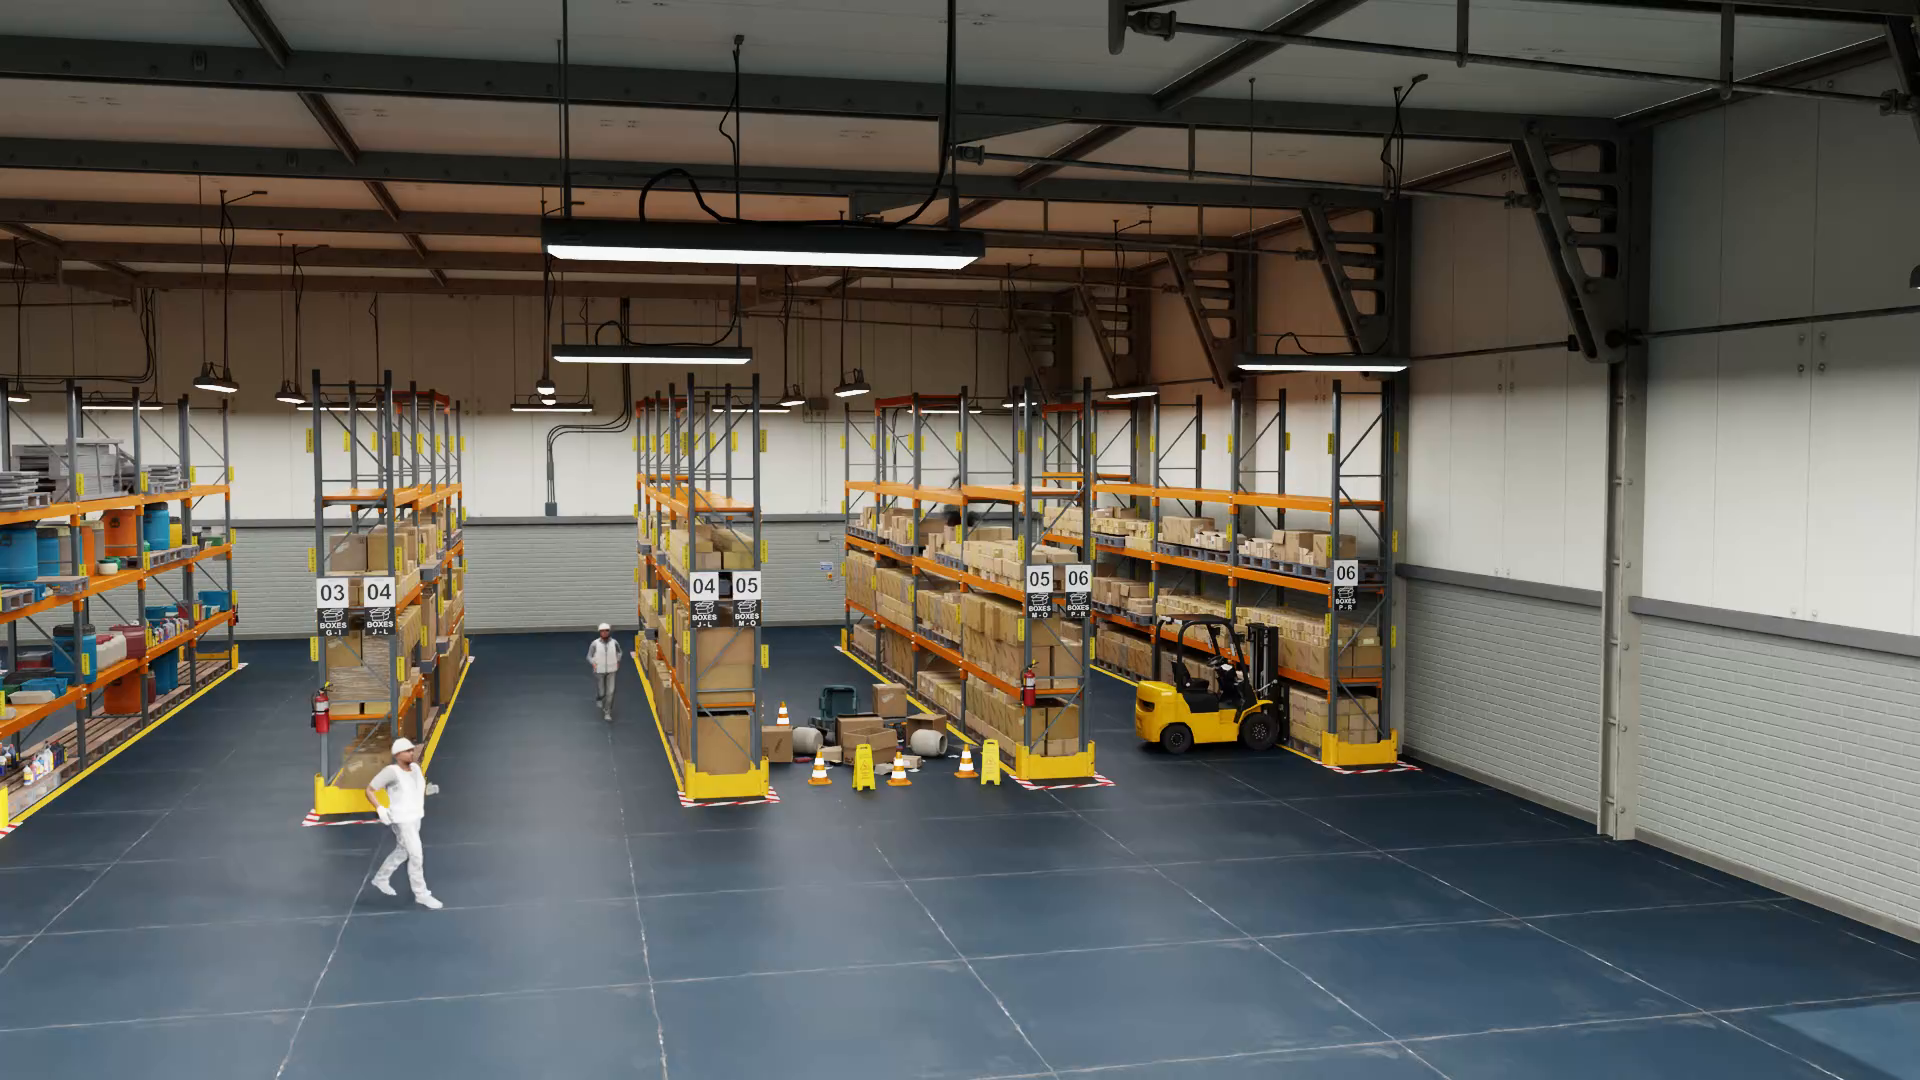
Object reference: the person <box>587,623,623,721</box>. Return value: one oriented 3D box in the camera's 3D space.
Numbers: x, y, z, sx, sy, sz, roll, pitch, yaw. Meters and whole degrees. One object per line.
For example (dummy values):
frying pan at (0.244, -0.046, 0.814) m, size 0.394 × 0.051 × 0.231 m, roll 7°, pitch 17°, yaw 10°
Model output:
person at (-6.470, 2.392, 30.344) m, size 0.661 × 1.758 × 0.792 m, roll -1°, pitch 3°, yaw -19°

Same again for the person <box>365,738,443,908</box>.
person at (-6.006, 3.044, 18.009) m, size 0.941 × 1.801 × 0.675 m, roll 1°, pitch 3°, yaw 13°
